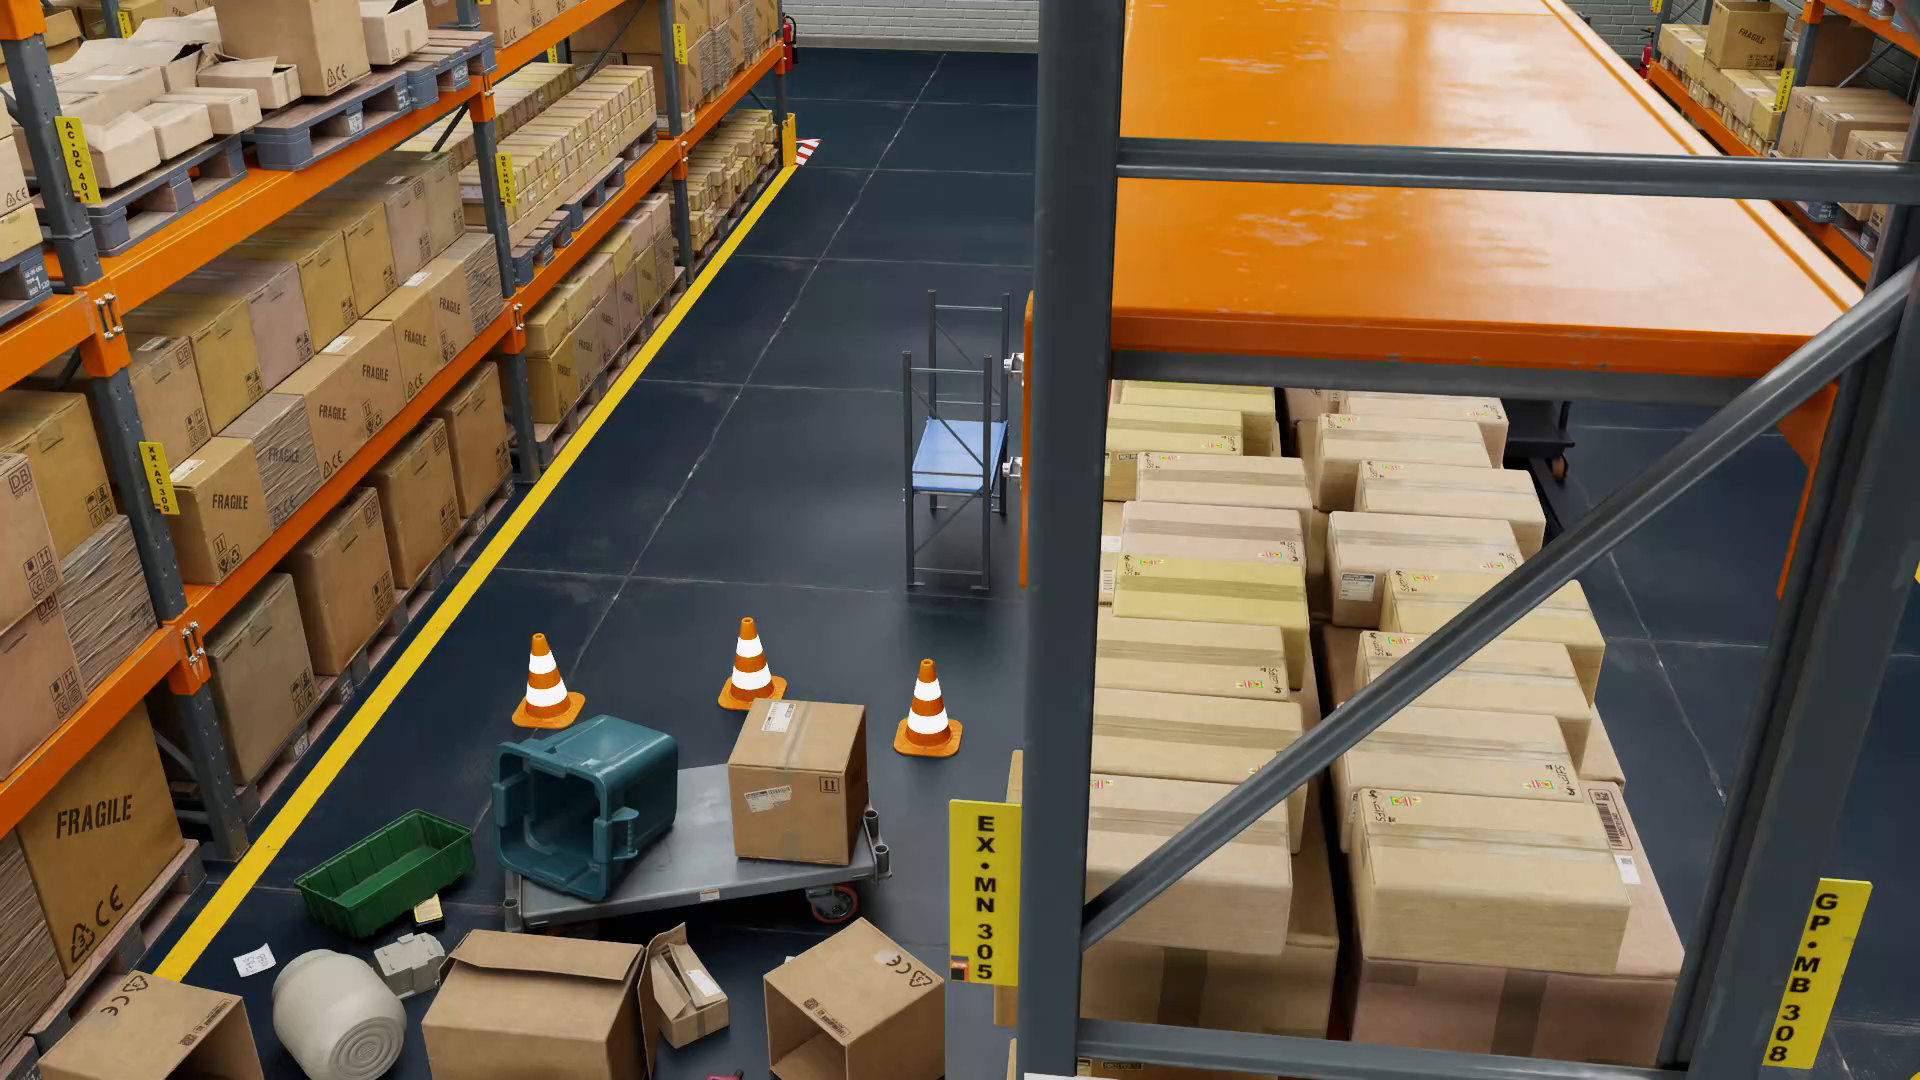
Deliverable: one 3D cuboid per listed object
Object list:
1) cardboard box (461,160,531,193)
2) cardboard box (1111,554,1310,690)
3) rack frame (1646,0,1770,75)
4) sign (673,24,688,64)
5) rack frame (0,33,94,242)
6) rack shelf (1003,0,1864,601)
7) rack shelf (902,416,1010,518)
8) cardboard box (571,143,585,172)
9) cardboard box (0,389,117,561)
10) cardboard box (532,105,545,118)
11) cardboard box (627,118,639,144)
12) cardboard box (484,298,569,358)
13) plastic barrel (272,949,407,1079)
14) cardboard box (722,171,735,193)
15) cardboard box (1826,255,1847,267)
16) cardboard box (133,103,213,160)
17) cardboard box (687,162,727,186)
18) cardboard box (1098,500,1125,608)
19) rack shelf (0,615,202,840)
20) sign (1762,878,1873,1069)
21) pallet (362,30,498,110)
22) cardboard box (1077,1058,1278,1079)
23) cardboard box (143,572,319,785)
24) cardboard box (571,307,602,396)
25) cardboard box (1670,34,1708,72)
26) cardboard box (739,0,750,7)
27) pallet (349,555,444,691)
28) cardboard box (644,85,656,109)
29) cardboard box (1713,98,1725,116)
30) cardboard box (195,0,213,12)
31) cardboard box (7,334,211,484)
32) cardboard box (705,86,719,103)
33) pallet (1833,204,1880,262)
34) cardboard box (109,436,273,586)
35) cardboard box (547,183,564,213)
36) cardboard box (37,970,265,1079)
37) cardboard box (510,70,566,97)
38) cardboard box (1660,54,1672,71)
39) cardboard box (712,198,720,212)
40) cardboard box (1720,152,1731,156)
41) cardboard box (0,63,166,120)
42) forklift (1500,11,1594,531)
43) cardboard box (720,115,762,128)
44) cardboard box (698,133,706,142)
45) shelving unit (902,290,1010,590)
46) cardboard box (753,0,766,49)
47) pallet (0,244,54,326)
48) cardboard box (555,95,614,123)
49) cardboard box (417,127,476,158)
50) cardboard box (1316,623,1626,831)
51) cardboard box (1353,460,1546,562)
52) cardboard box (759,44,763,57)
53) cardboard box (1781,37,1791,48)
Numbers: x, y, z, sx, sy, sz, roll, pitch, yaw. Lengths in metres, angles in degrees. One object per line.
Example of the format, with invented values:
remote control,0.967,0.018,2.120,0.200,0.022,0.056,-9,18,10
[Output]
cardboard box,-3.082,-2.420,11.067,0.380,0.149,0.250,3,28,5
cardboard box,0.497,0.161,3.343,0.380,0.149,0.250,4,29,7
rack frame,7.471,-4.990,16.642,1.000,3.000,0.127,3,28,6
sign,-2.320,-4.113,13.794,0.100,0.325,0.005,3,28,6
rack frame,-3.851,-2.509,5.712,1.000,3.000,0.127,3,28,6
rack shelf,0.829,-1.010,3.690,1.077,0.370,4.000,3,28,6
rack shelf,-0.010,-0.462,10.197,0.538,0.185,1.000,3,28,6
cardboard box,-2.946,-2.779,12.045,0.380,0.149,0.250,3,28,6
cardboard box,-3.931,-0.238,6.525,0.875,0.550,0.550,3,28,6
cardboard box,-3.468,-3.315,13.040,0.380,0.149,0.250,2,28,4
cardboard box,-2.787,-3.270,13.272,0.380,0.149,0.250,3,28,6
cardboard box,-3.036,-1.476,11.522,0.500,0.250,0.500,2,28,4
plastic barrel,-2.468,1.889,6.589,0.421,0.421,0.512,-24,36,-37
cardboard box,-2.386,-3.458,16.048,0.380,0.149,0.250,3,28,6
cardboard box,6.695,-2.067,12.726,0.380,0.149,0.250,2,28,4
cardboard box,-3.478,-1.781,7.239,0.250,0.149,0.380,3,28,6
cardboard box,-2.427,-3.463,15.743,0.380,0.149,0.250,4,29,7
cardboard box,0.501,0.131,3.817,0.500,0.250,0.500,4,29,8
rack shelf,-4.096,1.390,5.558,1.077,0.370,4.000,3,28,6
sign,1.122,0.581,2.217,0.100,0.325,0.005,3,28,6
pallet,-3.387,-2.682,9.395,1.213,0.211,1.003,5,29,9
cardboard box,0.350,0.860,2.884,0.380,0.149,0.250,3,29,6
cardboard box,-3.865,0.640,8.121,1.050,0.750,0.750,3,28,6
cardboard box,-2.963,-1.391,12.153,0.500,0.500,0.500,4,29,7
cardboard box,7.086,-4.620,15.799,0.500,0.250,0.500,4,29,7
cardboard box,-2.307,-5.418,15.964,0.500,0.500,0.500,5,29,9
pallet,-3.685,0.416,9.548,1.003,0.211,1.213,3,28,6
cardboard box,-2.724,-3.640,13.645,0.380,0.149,0.250,4,29,8
cardboard box,6.976,-3.887,14.859,0.380,0.149,0.250,3,28,6
cardboard box,-7.342,-5.052,15.811,0.500,0.500,0.500,2,28,5
cardboard box,-3.796,-0.587,7.309,0.700,0.500,0.500,3,28,5
cardboard box,-2.438,-4.135,15.319,0.380,0.149,0.250,4,29,7
pallet,6.724,-2.056,11.397,1.003,0.211,1.213,3,28,6
cardboard box,-3.520,-0.144,7.542,0.500,0.500,0.500,4,29,7
cardboard box,-3.009,-2.405,11.665,0.380,0.149,0.250,5,29,9
cardboard box,-3.023,2.021,6.260,0.500,0.500,0.500,8,29,15
cardboard box,-3.404,-3.680,13.405,0.380,0.149,0.250,4,29,8
cardboard box,7.158,-4.741,16.444,0.380,0.149,0.250,3,28,6
cardboard box,-2.516,-3.213,15.906,0.380,0.149,0.250,2,28,4
cardboard box,7.159,-3.392,15.868,0.700,0.500,0.500,4,29,8
cardboard box,-3.918,-1.946,7.438,0.500,0.250,0.500,3,28,6
forklift,3.573,-1.868,10.919,1.130,2.935,3.031,2,28,5
cardboard box,-2.282,-4.330,17.352,0.380,0.149,0.250,4,29,7
cardboard box,-2.803,-4.112,16.948,0.380,0.149,0.250,2,28,4
shelving unit,-0.010,-0.620,10.112,0.538,1.500,1.048,3,28,6
cardboard box,-2.249,-5.223,16.656,0.500,0.500,0.500,3,28,5
pallet,-3.962,-0.765,5.731,1.003,0.211,1.213,3,28,6
cardboard box,-2.858,-3.283,12.668,0.380,0.149,0.250,2,28,5
cardboard box,-3.627,-2.825,11.818,0.380,0.149,0.250,3,28,6
cardboard box,0.981,0.411,3.298,0.500,0.250,0.500,3,28,5
cardboard box,1.090,-0.050,3.733,0.380,0.149,0.250,4,29,8
cardboard box,-2.224,-5.003,16.930,0.380,0.149,0.250,3,28,6
cardboard box,7.614,-4.580,15.726,0.500,0.250,0.500,3,29,6
